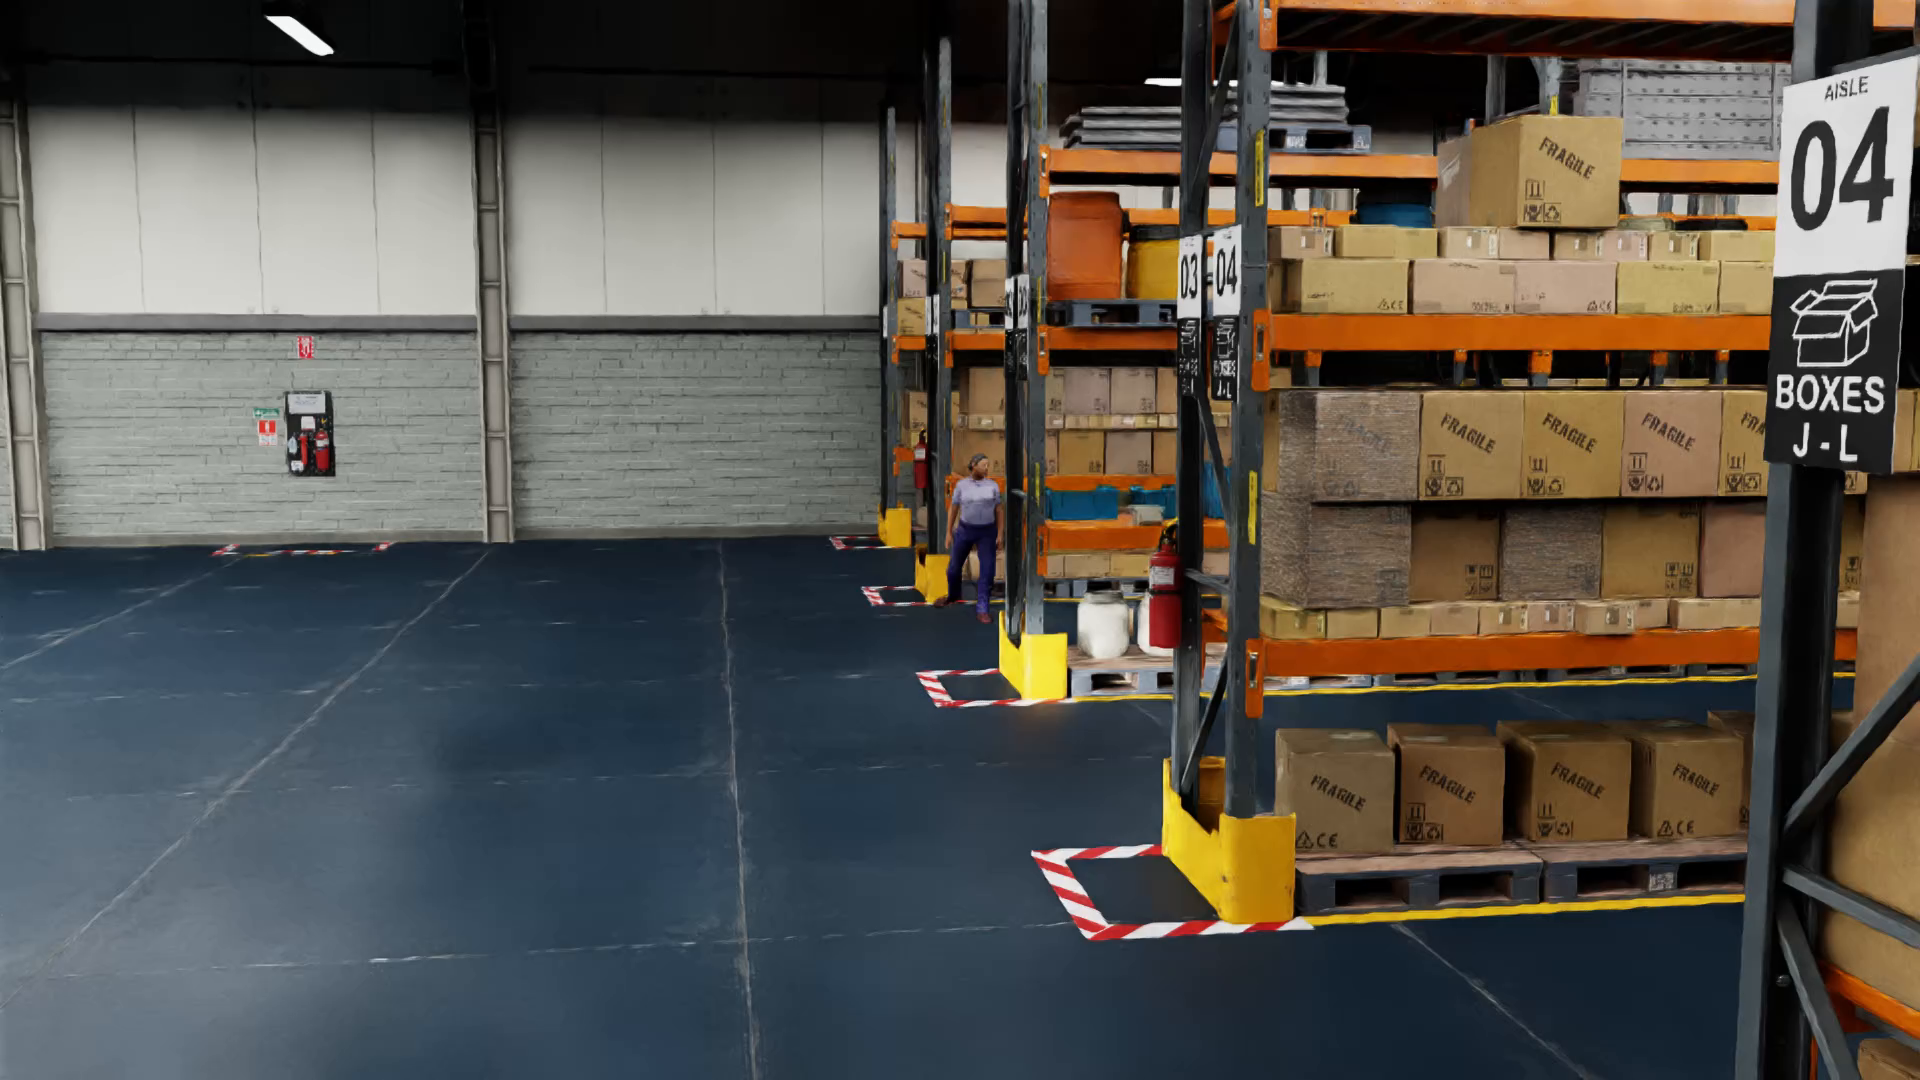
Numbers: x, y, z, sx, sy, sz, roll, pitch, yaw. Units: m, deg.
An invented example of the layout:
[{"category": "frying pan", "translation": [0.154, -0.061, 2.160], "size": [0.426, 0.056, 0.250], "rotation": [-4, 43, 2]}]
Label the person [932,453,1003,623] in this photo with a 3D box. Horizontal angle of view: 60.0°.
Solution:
[{"category": "person", "translation": [0.073, -0.038, 16.265], "size": [0.684, 1.643, 0.596], "rotation": [0, 7, -1]}]
